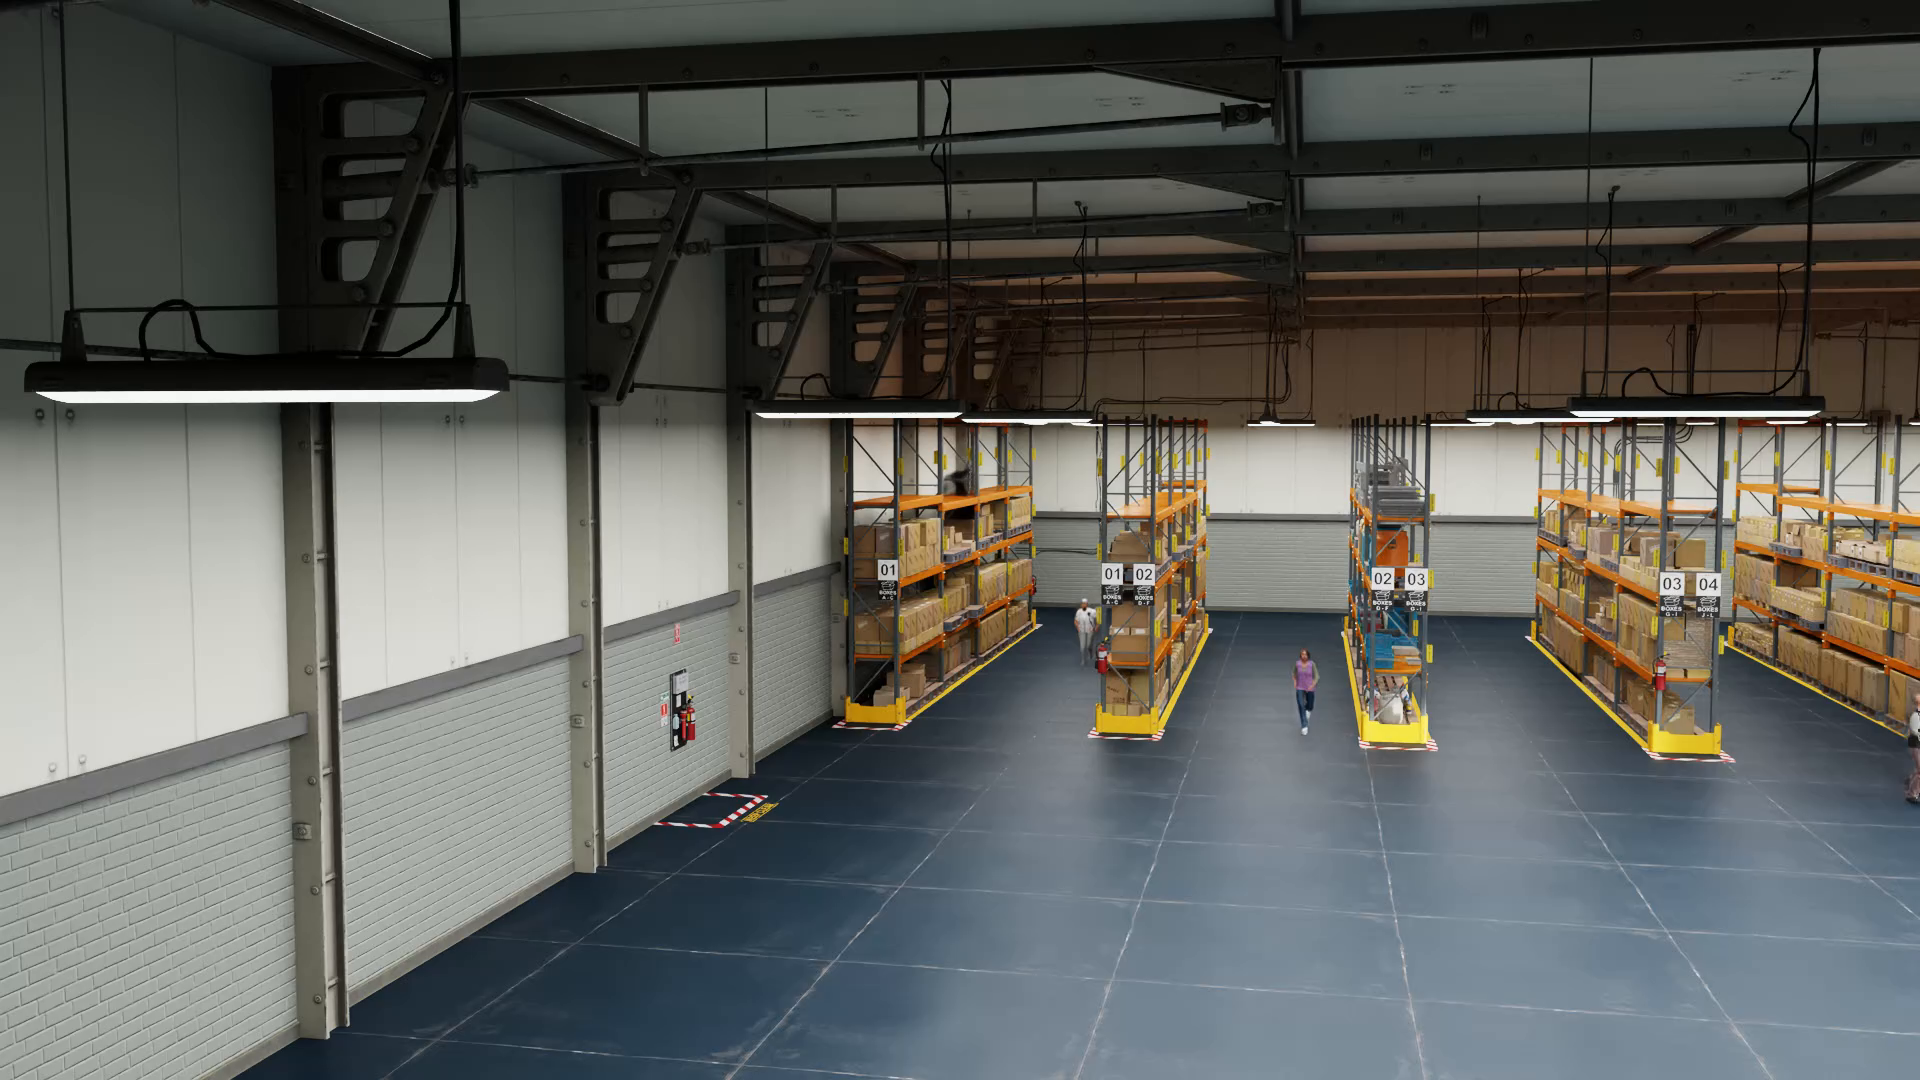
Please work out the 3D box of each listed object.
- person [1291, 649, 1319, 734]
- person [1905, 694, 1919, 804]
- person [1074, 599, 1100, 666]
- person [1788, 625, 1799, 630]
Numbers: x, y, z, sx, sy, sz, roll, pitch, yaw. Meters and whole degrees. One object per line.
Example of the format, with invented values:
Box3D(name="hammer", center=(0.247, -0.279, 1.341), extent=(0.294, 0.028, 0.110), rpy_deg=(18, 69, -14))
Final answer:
Box3D(name="person", center=(6.562, 2.858, 31.622), extent=(0.517, 1.583, 0.911), rpy_deg=(1, 4, 10))
Box3D(name="person", center=(14.744, 3.184, 25.382), extent=(0.708, 1.692, 0.555), rpy_deg=(-4, 5, -43))
Box3D(name="person", center=(3.060, 2.243, 40.298), extent=(0.628, 1.636, 0.590), rpy_deg=(1, 4, 18))
Box3D(name="person", center=(22.376, 1.904, 44.485), extent=(0.722, 1.718, 0.792), rpy_deg=(0, 4, 2))
